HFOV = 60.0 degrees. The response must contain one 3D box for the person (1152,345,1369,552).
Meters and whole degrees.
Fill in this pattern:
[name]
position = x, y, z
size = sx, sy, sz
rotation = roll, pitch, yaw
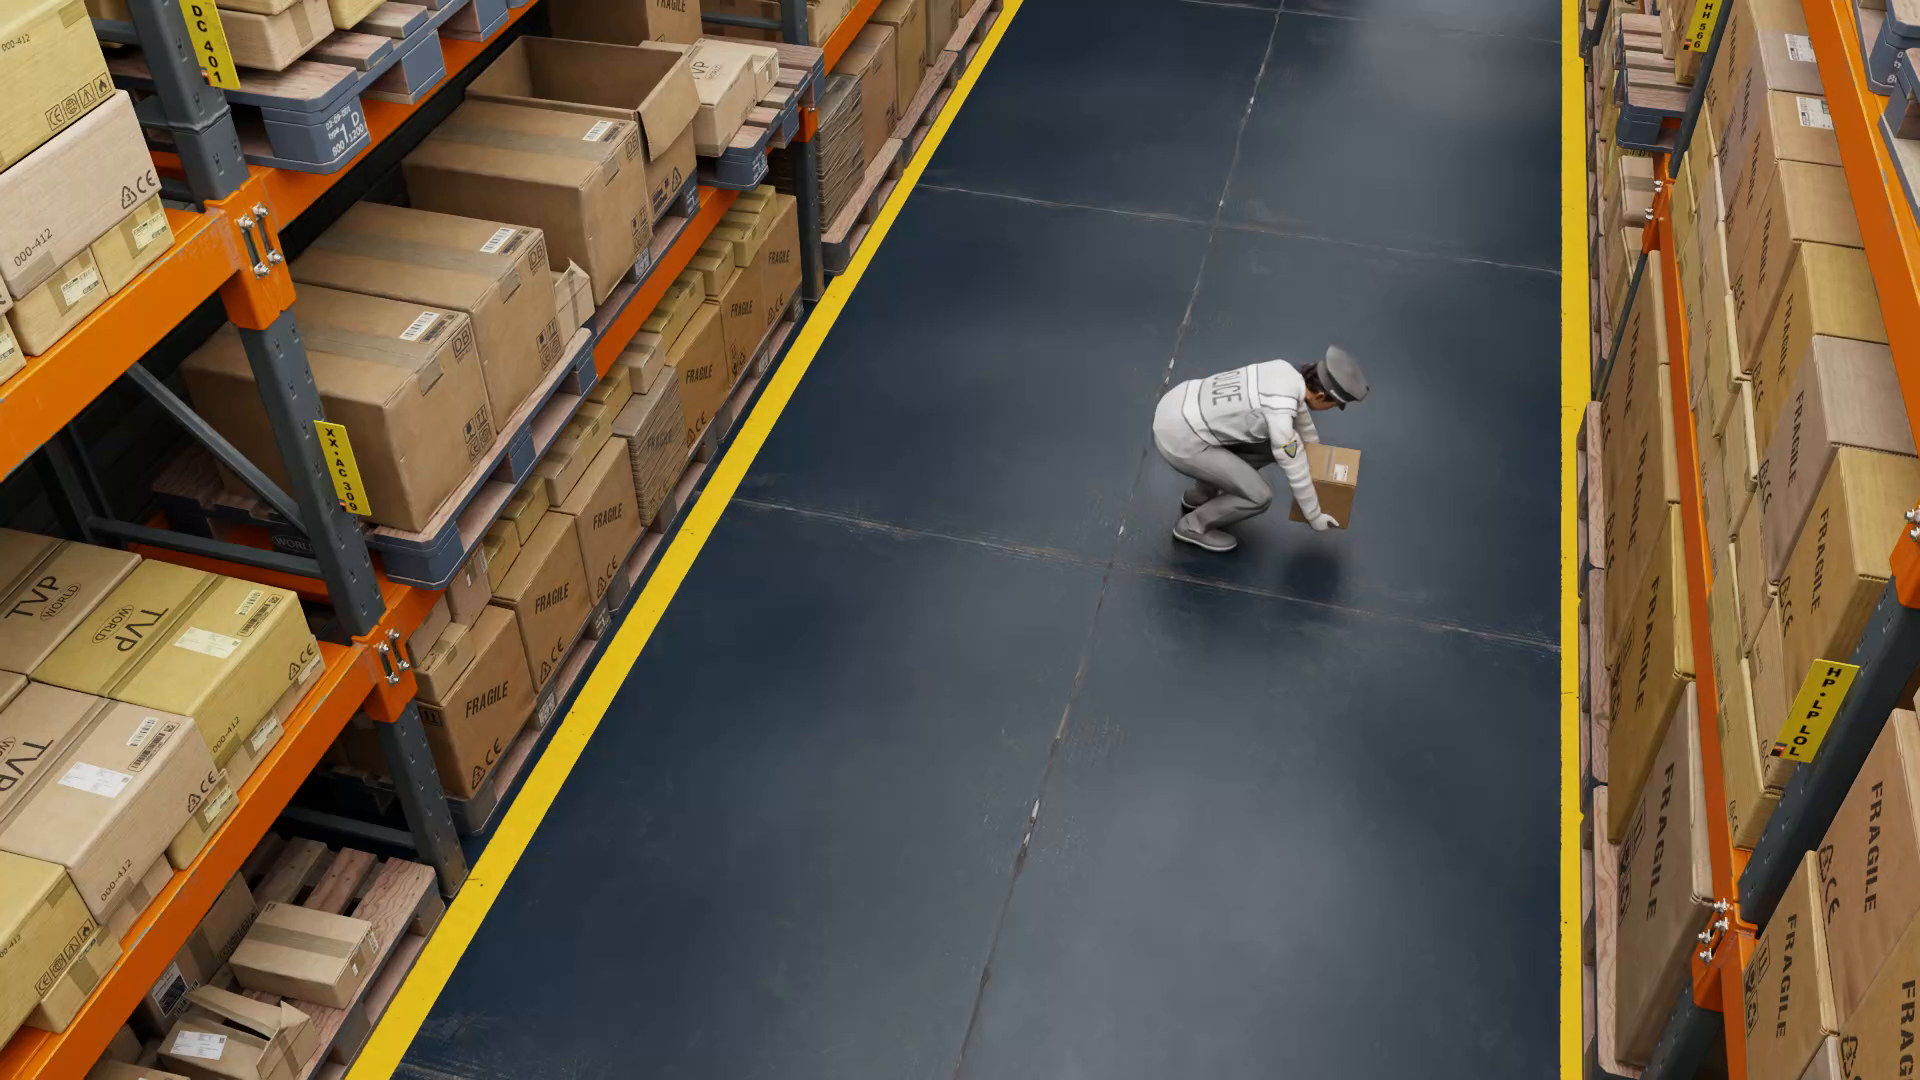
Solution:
[person]
position = 1.264, -0.412, 7.153
size = 0.868, 0.982, 0.458
rotation = 9, 42, 10
